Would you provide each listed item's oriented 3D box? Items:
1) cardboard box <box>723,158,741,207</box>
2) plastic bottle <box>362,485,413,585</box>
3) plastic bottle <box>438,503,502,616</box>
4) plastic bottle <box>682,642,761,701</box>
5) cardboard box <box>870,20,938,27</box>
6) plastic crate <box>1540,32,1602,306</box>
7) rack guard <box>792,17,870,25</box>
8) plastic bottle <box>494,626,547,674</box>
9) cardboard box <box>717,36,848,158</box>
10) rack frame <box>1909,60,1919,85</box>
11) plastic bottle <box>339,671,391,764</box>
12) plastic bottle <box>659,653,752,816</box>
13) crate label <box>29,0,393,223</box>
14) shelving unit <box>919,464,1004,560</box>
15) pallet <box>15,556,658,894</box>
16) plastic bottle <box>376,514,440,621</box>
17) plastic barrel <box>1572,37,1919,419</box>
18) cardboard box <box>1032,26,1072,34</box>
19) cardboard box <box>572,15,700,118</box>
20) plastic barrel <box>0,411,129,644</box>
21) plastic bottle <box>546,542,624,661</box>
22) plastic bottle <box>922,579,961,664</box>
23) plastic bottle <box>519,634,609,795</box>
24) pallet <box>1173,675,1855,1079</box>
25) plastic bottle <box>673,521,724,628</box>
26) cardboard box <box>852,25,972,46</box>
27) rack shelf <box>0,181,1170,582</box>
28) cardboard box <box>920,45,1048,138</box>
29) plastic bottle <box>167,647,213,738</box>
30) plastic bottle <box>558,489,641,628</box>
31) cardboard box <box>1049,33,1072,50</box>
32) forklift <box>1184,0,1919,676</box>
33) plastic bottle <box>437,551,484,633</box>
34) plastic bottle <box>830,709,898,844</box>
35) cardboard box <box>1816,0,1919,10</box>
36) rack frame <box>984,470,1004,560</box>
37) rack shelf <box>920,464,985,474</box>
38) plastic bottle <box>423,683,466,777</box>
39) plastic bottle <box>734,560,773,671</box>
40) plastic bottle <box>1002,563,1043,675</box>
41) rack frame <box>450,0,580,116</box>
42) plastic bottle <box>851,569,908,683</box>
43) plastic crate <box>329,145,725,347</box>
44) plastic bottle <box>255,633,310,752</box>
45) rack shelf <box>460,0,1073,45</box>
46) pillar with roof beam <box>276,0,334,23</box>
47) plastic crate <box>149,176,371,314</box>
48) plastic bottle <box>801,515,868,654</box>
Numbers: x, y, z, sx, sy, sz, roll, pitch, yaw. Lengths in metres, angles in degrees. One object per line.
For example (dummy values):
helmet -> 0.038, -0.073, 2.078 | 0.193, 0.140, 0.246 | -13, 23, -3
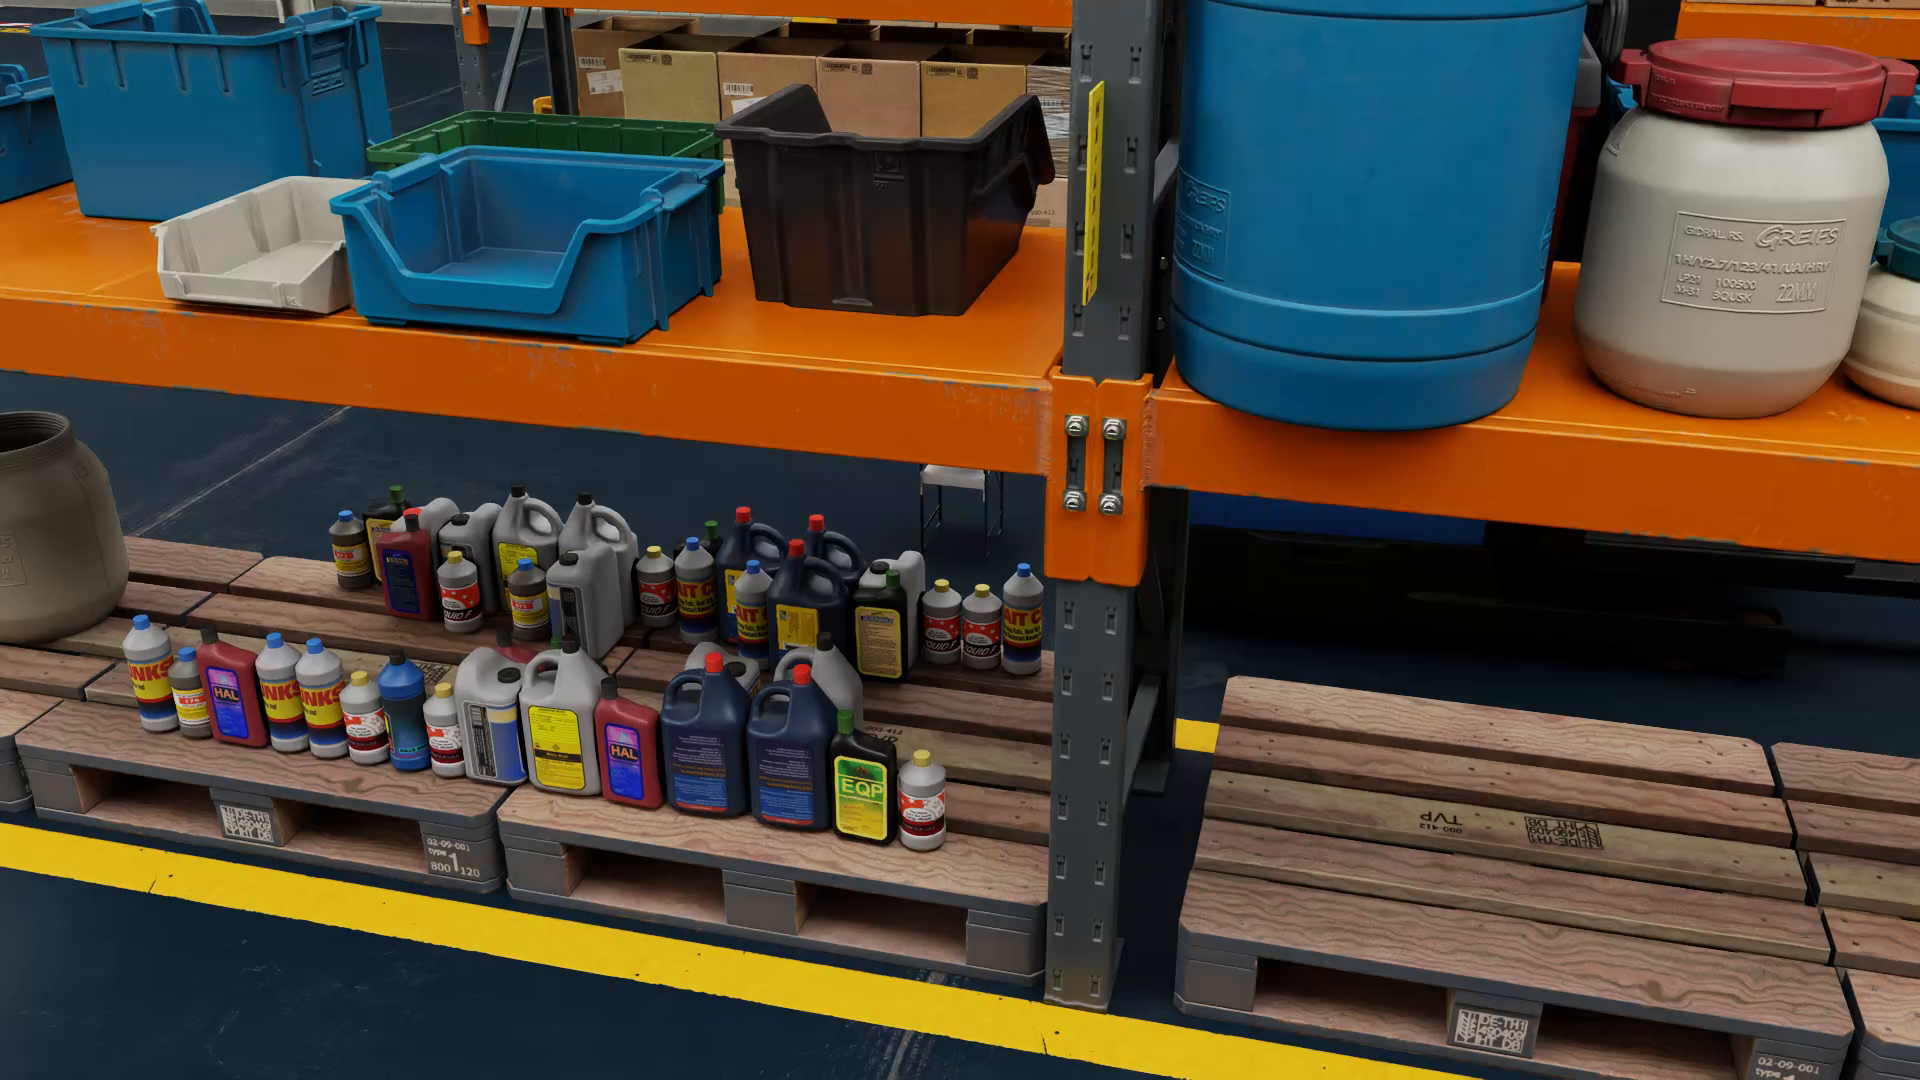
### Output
cardboard box -> -0.851, -1.814, 8.281 | 0.500, 0.250, 0.500 | 6, 26, 13
plastic bottle -> -1.516, -0.013, 4.436 | 0.133, 0.283, 0.061 | 7, 26, 14
plastic bottle -> -1.262, 0.038, 4.336 | 0.135, 0.276, 0.152 | 6, 26, 12
plastic bottle -> -0.517, 0.365, 3.650 | 0.135, 0.276, 0.152 | 6, 26, 13
cardboard box -> -0.407, -4.058, 12.899 | 0.500, 0.311, 0.500 | 3, 26, 7
plastic crate -> 0.897, -0.736, 3.232 | 0.583, 0.464, 0.402 | 6, 26, 13
rack guard -> -0.981, -4.048, 13.170 | 0.348, 0.500, 1.175 | 6, 26, 13
plastic bottle -> -0.973, 0.328, 3.719 | 0.133, 0.283, 0.061 | 6, 26, 13
cardboard box -> -0.849, -2.158, 8.130 | 0.500, 0.500, 0.500 | 6, 26, 13
rack frame -> 6.693, -4.328, 10.851 | 0.127, 3.000, 1.000 | 6, 26, 13
plastic bottle -> -1.319, 0.387, 3.692 | 0.097, 0.201, 0.097 | 0, 25, 0
plastic bottle -> -0.529, 0.396, 3.498 | 0.185, 0.351, 0.144 | 5, 26, 10
crate label -> -1.672, -0.992, 3.802 | 0.616, 0.435, 0.502 | 6, 26, 13
shelving unit -> 0.008, -0.405, 5.055 | 0.210, 0.900, 0.258 | 6, 26, 13
pallet -> -1.473, 0.408, 4.147 | 1.213, 0.211, 1.003 | 6, 26, 13
plastic bottle -> -1.423, 0.065, 4.273 | 0.133, 0.283, 0.061 | 6, 26, 13
plastic barrel -> 1.224, -0.499, 2.651 | 0.433, 0.535, 0.433 | 0, 25, 0
cardboard box -> 0.843, -3.983, 12.522 | 0.500, 0.500, 0.700 | 5, 26, 10
cardboard box -> -1.691, -2.475, 8.797 | 0.500, 0.500, 0.500 | 6, 26, 13
plastic barrel -> -2.380, -0.034, 4.238 | 0.421, 0.512, 0.421 | 0, 25, 0
plastic bottle -> -0.933, 0.139, 4.126 | 0.135, 0.276, 0.152 | 6, 26, 13
plastic bottle -> -0.044, 0.195, 4.095 | 0.097, 0.201, 0.097 | 0, 25, 0
plastic bottle -> -0.842, 0.362, 3.571 | 0.185, 0.351, 0.144 | 6, 26, 13
pallet -> 1.122, 0.695, 3.544 | 1.213, 0.211, 1.003 | 6, 26, 13
plastic bottle -> -0.659, 0.082, 4.237 | 0.133, 0.283, 0.061 | 7, 26, 15
cardboard box -> -0.235, -2.320, 8.471 | 0.500, 0.500, 0.500 | 6, 26, 13
rack shelf -> -1.585, -0.521, 3.692 | 4.000, 0.370, 1.077 | 6, 26, 13
cardboard box -> 0.119, -2.049, 7.903 | 0.500, 0.500, 0.500 | 6, 26, 13
plastic bottle -> -1.743, 0.340, 3.790 | 0.097, 0.201, 0.097 | 0, 25, 0
plastic bottle -> -0.921, 0.041, 4.245 | 0.185, 0.351, 0.144 | 6, 26, 13
cardboard box -> 0.732, -2.211, 8.241 | 0.500, 0.500, 0.500 | 6, 26, 13
forklift -> 1.947, -1.206, 4.373 | 3.031, 2.935, 1.130 | 4, 26, 9
plastic bottle -> -1.275, 0.126, 4.239 | 0.097, 0.201, 0.097 | 0, 25, 0
plastic bottle -> -0.196, 0.482, 3.397 | 0.133, 0.283, 0.061 | 8, 27, 16
cardboard box -> 3.834, -2.483, 6.860 | 0.500, 0.500, 0.500 | 5, 26, 10
rack frame -> 0.106, -0.395, 5.032 | 0.006, 0.900, 0.240 | 6, 26, 13
rack shelf -> 0.008, -0.294, 5.108 | 0.200, 0.077, 0.258 | 6, 26, 13
plastic bottle -> -1.120, 0.409, 3.646 | 0.097, 0.201, 0.097 | 0, 25, 0
plastic bottle -> -0.497, 0.177, 4.051 | 0.097, 0.271, 0.097 | 0, 25, 0
plastic bottle -> 0.153, 0.185, 4.034 | 0.097, 0.271, 0.097 | 0, 25, 0
rack frame -> -2.285, -3.122, 8.318 | 0.127, 3.000, 1.000 | 6, 26, 13
plastic bottle -> -0.193, 0.201, 3.987 | 0.133, 0.283, 0.061 | 6, 26, 13
plastic crate -> -0.787, -0.570, 3.131 | 0.616, 0.251, 0.499 | 6, 26, 13
plastic bottle -> -1.512, 0.334, 3.722 | 0.097, 0.271, 0.097 | 0, 25, 0
rack shelf -> -0.348, -2.583, 8.023 | 4.000, 0.370, 1.077 | 6, 26, 13
pillar with roof beam -> -7.044, -7.028, 9.544 | 0.400, 9.000, 9.100 | 6, 26, 13
plastic crate -> -1.284, -0.581, 3.288 | 0.437, 0.136, 0.530 | 6, 26, 13
plastic bottle -> -0.326, 0.106, 4.107 | 0.185, 0.351, 0.144 | 7, 26, 14
